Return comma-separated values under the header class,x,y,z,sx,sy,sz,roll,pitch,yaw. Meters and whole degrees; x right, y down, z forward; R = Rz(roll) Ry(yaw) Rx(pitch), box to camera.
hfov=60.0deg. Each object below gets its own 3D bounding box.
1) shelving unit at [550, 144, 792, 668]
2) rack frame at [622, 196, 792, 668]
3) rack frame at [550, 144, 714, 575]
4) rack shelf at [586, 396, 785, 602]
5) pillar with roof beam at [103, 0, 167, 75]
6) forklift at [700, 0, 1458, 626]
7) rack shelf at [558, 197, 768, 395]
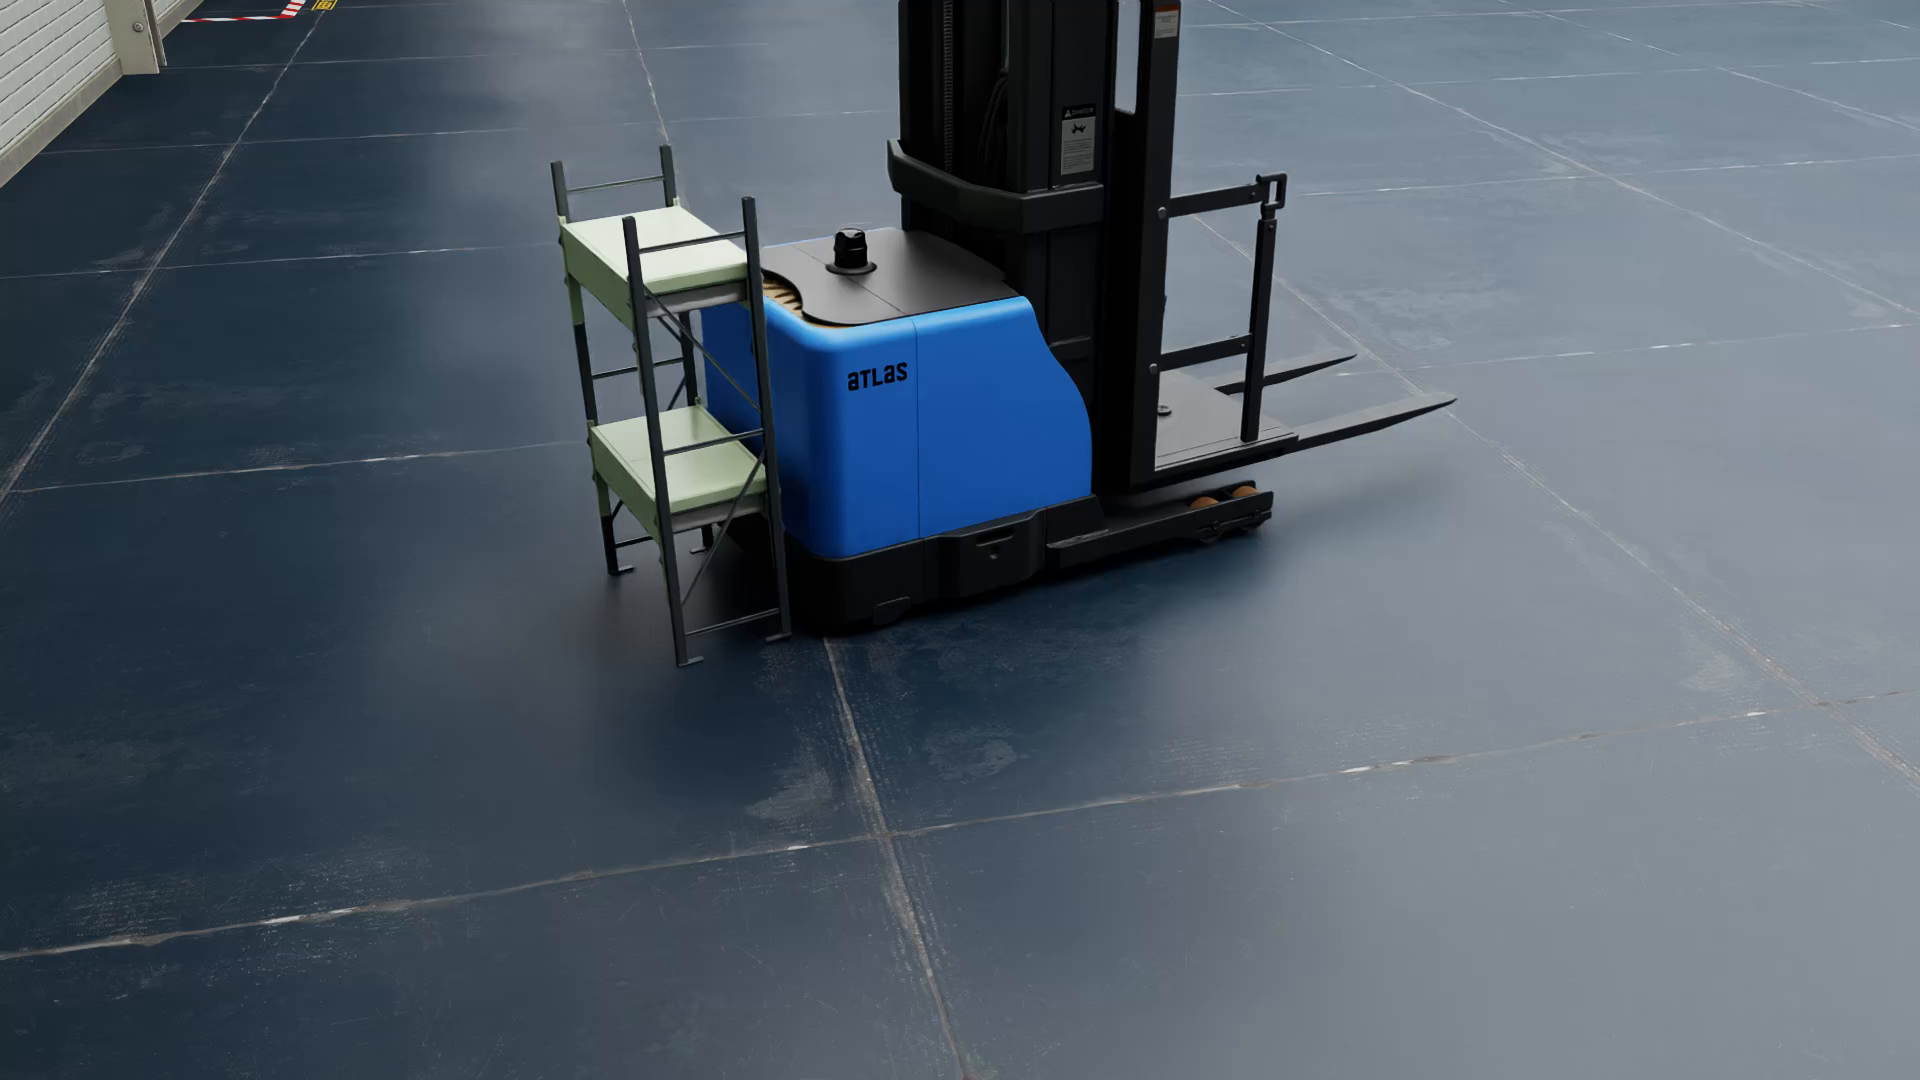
class,x,y,z,sx,sy,sz,roll,pitch,yaw
shelving unit,-0.938,-0.445,5.452,0.431,1.500,0.755,-15,30,-24
rack frame,-0.765,-0.299,5.164,0.400,1.500,0.023,-15,30,-24
rack frame,-1.111,-0.590,5.740,0.400,1.500,0.023,-15,30,-24
rack shelf,-0.930,-0.156,5.603,0.431,0.370,0.720,-15,30,-24
pillar with roof beam,-2.791,-8.477,13.059,9.100,9.000,0.400,-6,27,-12
forklift,0.599,-1.491,5.951,3.031,2.935,1.130,-15,30,-27
rack shelf,-0.948,-0.791,5.271,0.431,0.370,0.720,-15,30,-24
